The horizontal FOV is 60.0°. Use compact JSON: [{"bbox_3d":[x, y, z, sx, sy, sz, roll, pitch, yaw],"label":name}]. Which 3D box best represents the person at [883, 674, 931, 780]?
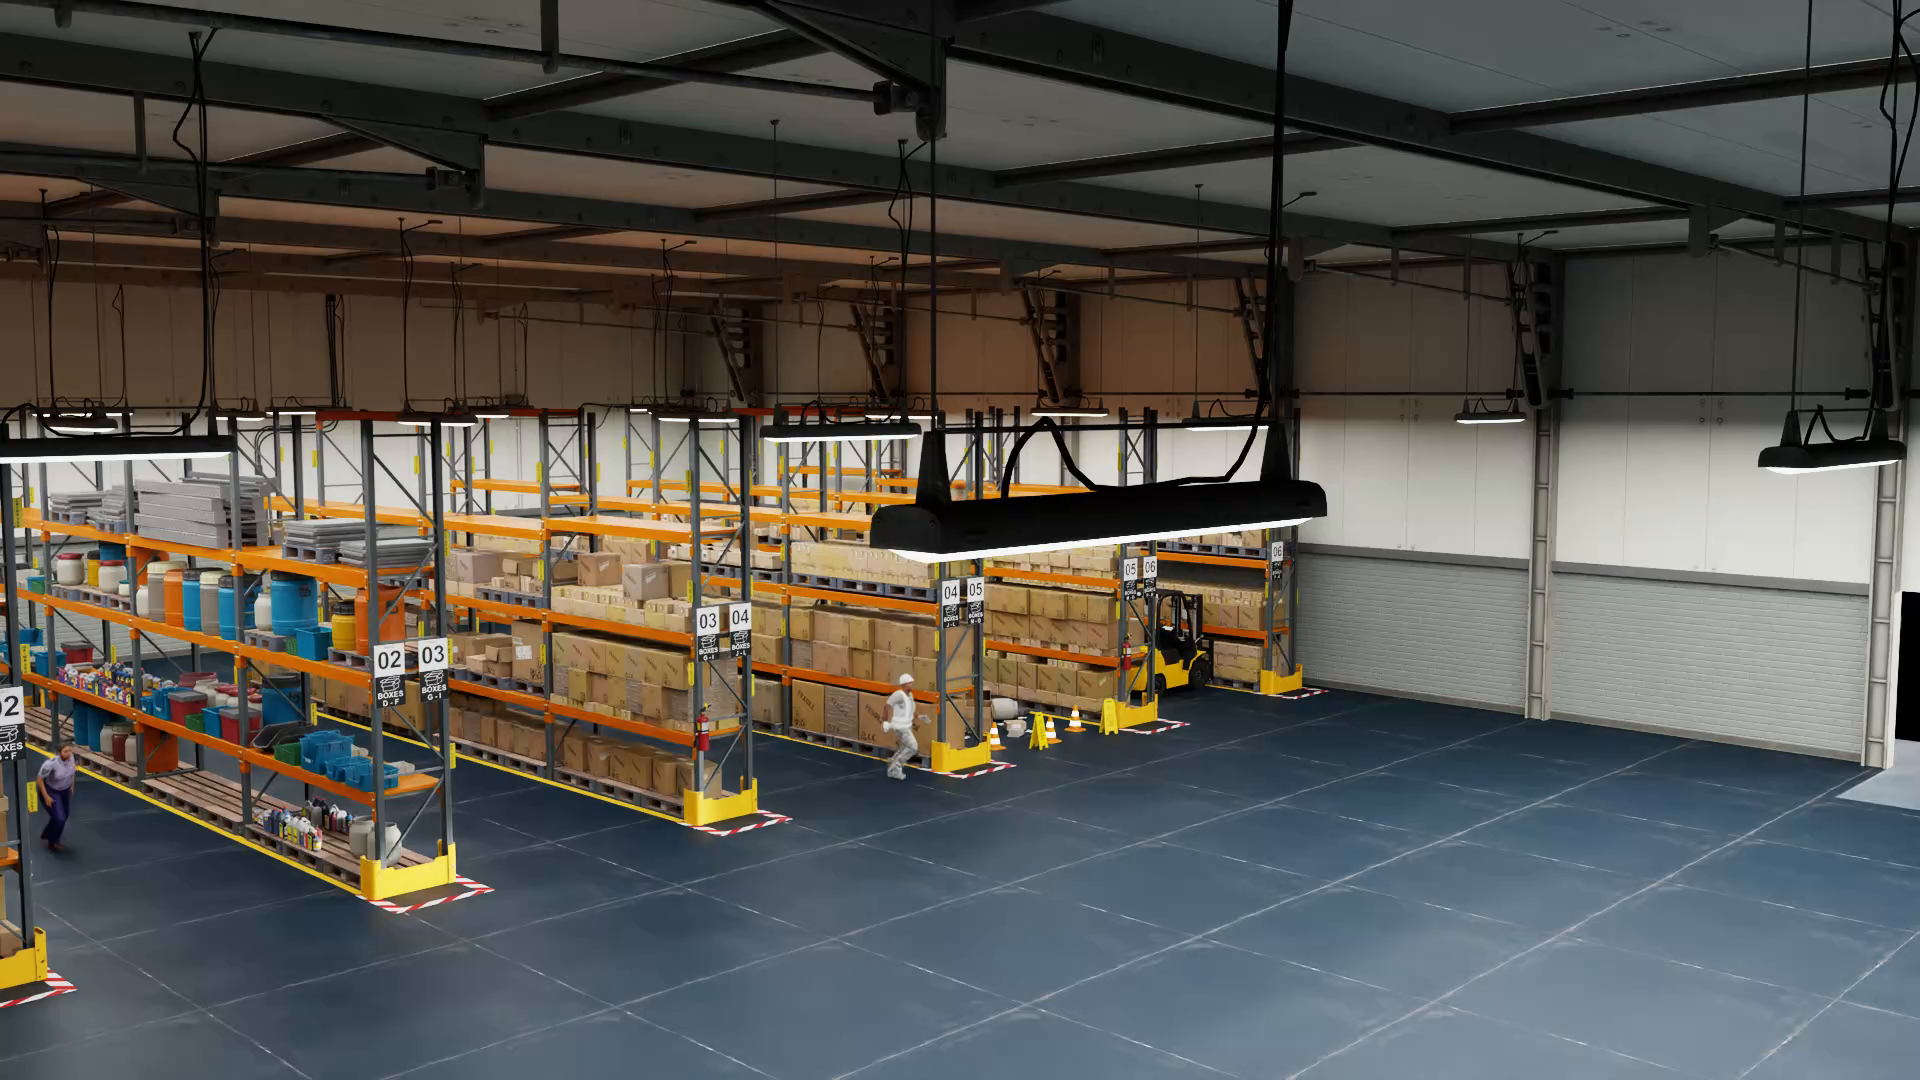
[{"bbox_3d":[-0.881,3.058,27.205,0.703,1.737,0.677,2,5,17],"label":"person"}]

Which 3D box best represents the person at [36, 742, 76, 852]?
[{"bbox_3d":[-12.569,3.528,23.065,0.750,1.542,0.655,1,5,13],"label":"person"}]
